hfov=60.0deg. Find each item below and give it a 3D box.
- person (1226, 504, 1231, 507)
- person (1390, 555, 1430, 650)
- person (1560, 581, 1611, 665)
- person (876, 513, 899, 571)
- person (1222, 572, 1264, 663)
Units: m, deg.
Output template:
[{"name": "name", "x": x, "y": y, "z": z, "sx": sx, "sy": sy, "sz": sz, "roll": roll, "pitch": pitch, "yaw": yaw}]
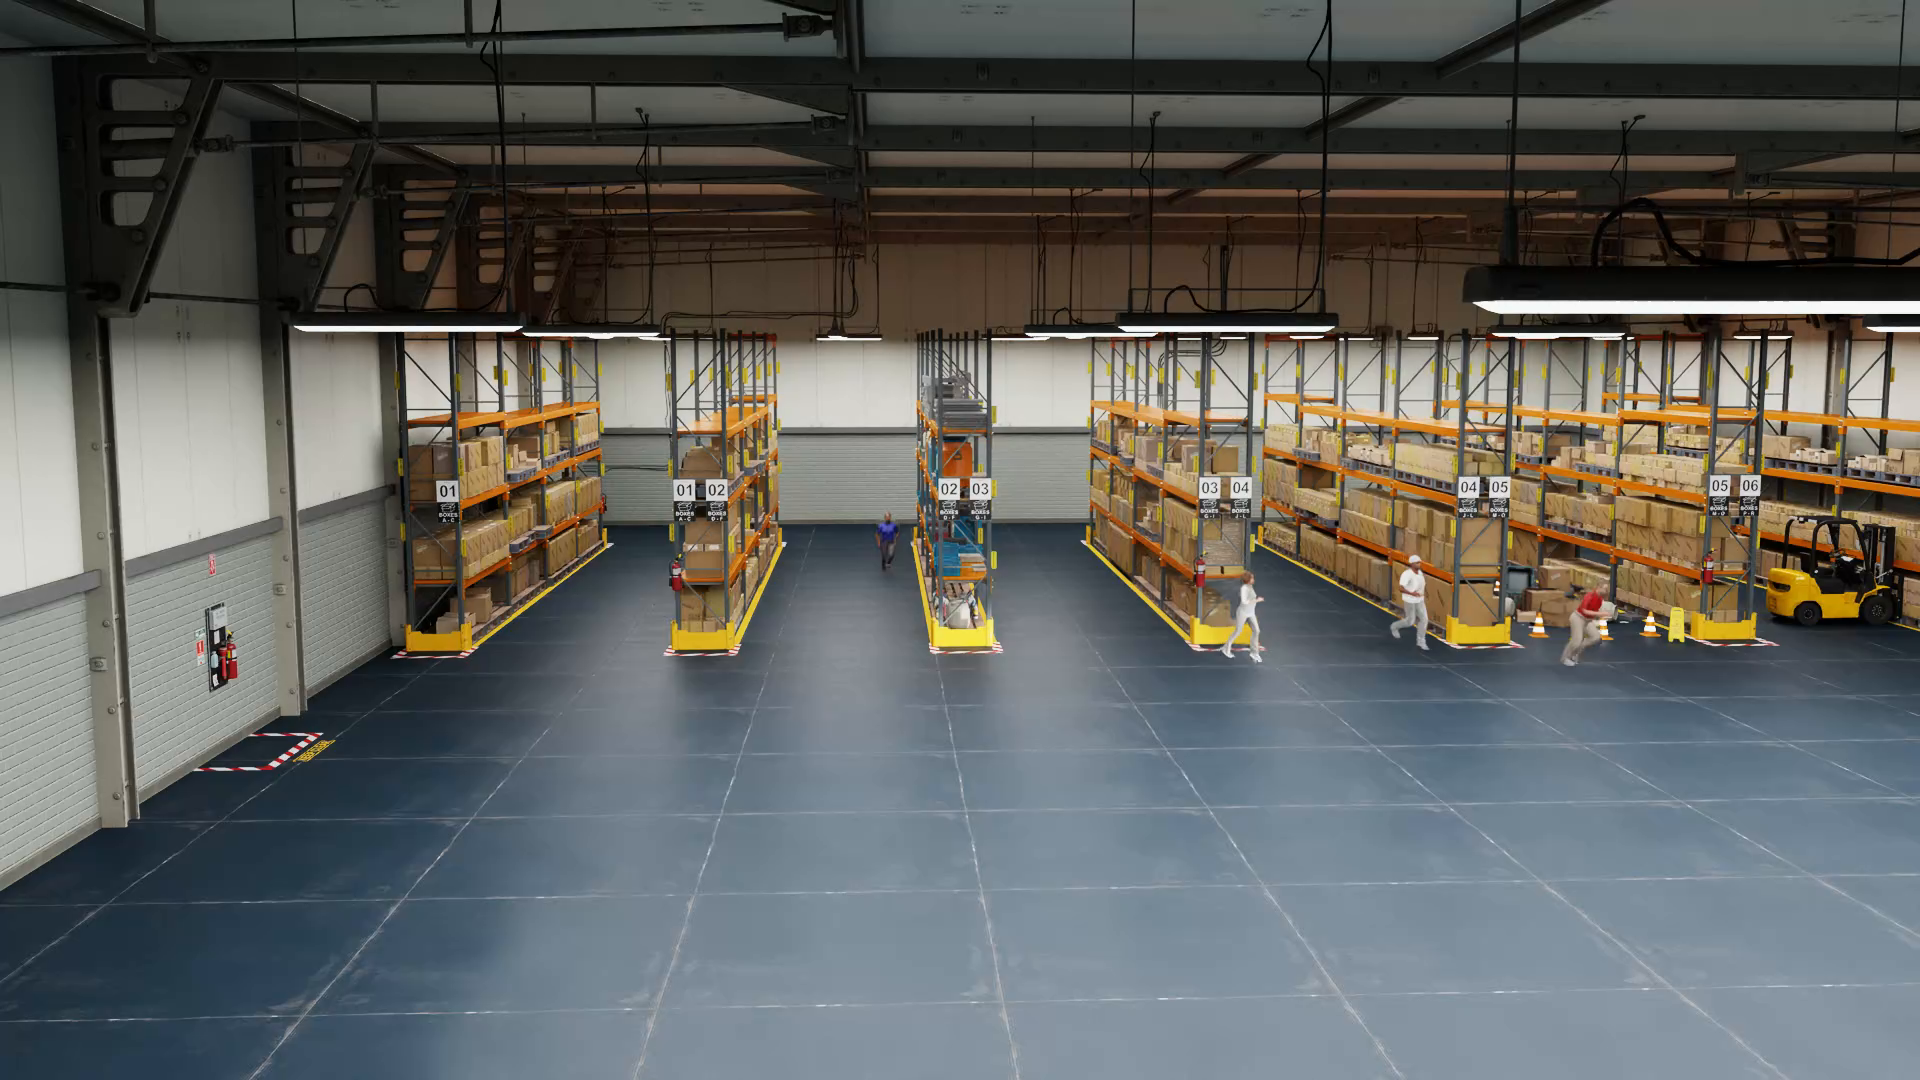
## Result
[{"name": "person", "x": 7.517, "y": -0.557, "z": 46.861, "sx": 0.530, "sy": 1.542, "sz": 0.539, "roll": 0, "pitch": 7, "yaw": 4}, {"name": "person", "x": 8.555, "y": 1.163, "z": 31.501, "sx": 0.722, "sy": 1.779, "sz": 0.922, "roll": -5, "pitch": 8, "yaw": -37}, {"name": "person", "x": 11.155, "y": 1.472, "z": 29.532, "sx": 0.700, "sy": 1.559, "sz": 0.925, "roll": -6, "pitch": 9, "yaw": -41}, {"name": "person", "x": -1.762, "y": 0.065, "z": 40.745, "sx": 0.582, "sy": 1.478, "sz": 0.736, "roll": -1, "pitch": 7, "yaw": -7}, {"name": "person", "x": 5.147, "y": 1.382, "z": 30.020, "sx": 0.780, "sy": 1.633, "sz": 0.523, "roll": 5, "pitch": 8, "yaw": 37}]
